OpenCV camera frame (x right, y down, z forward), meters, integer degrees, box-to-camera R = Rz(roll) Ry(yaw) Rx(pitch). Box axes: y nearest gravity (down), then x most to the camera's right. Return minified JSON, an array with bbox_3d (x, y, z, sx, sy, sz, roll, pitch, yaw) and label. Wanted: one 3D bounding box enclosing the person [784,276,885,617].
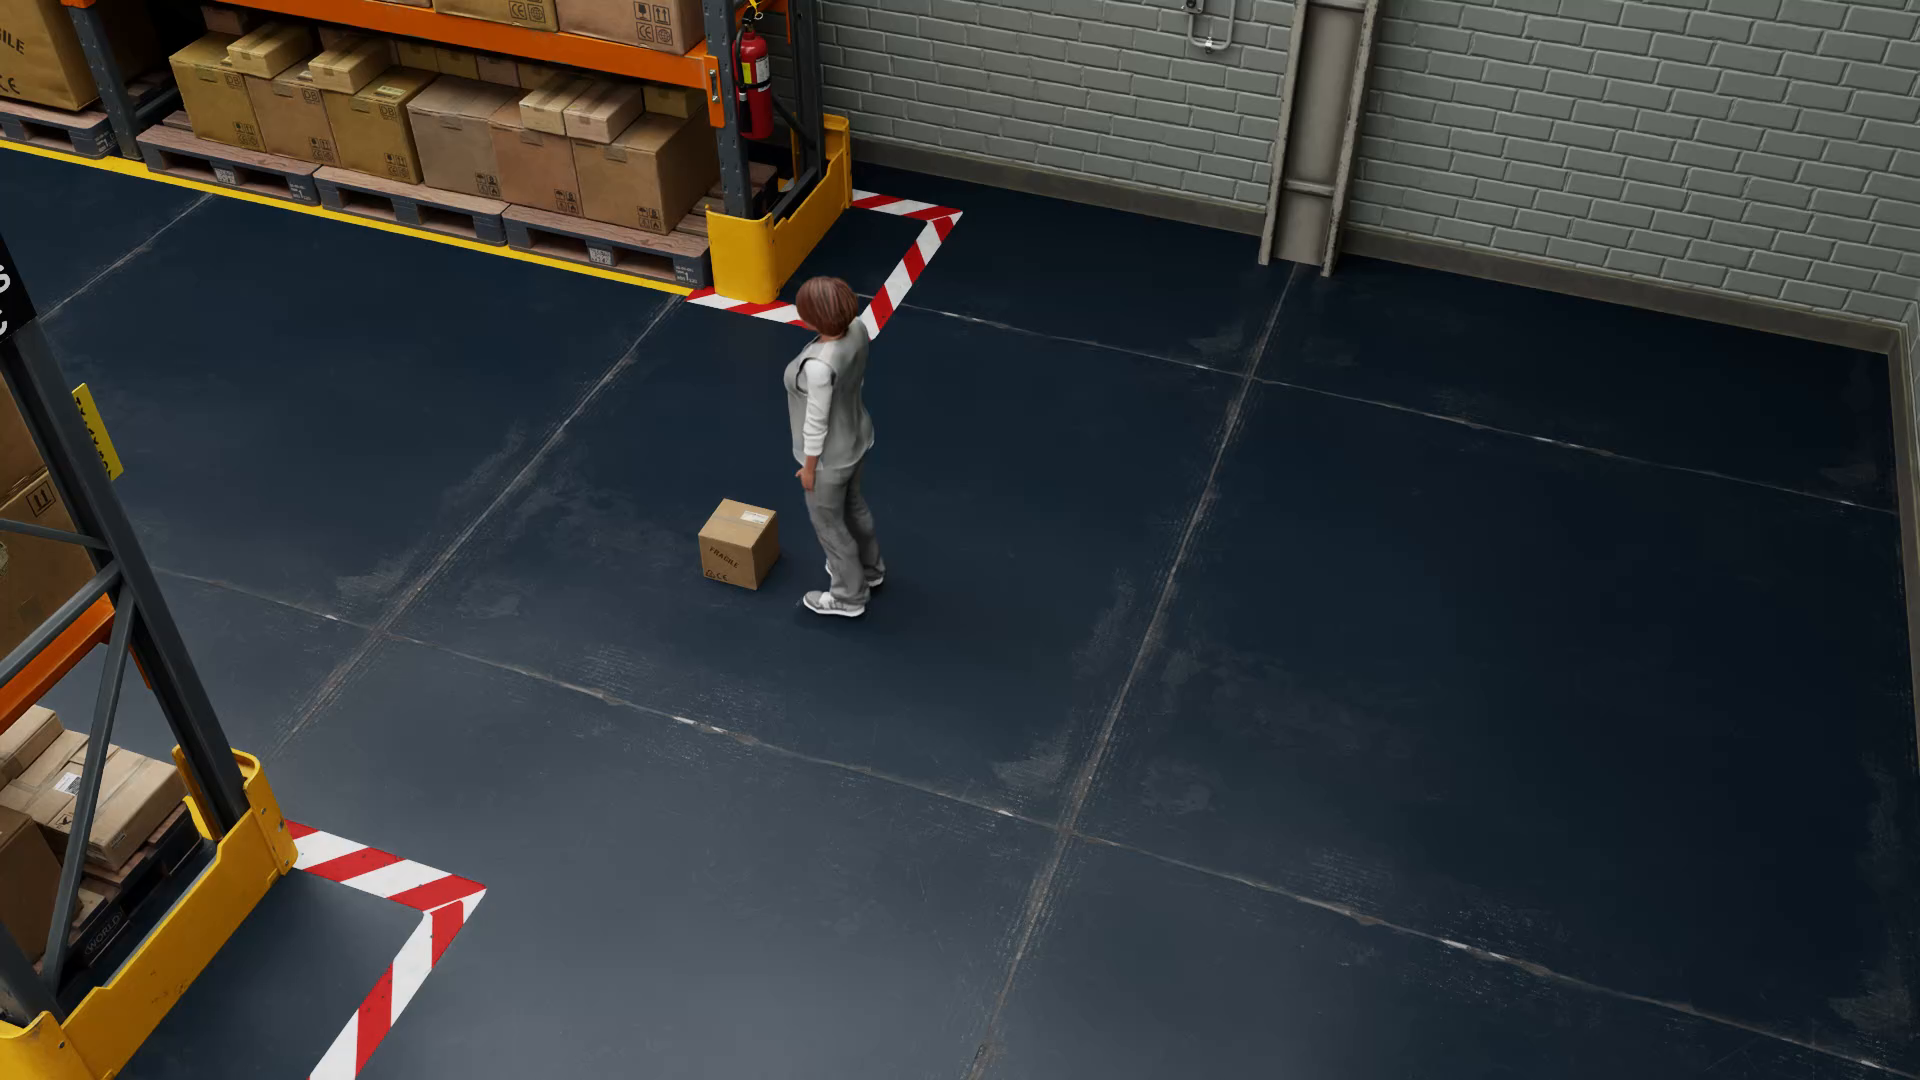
[{"bbox_3d":[-0.500,-0.355,6.562,0.312,1.598,0.405,15,44,16],"label":"person"}]
